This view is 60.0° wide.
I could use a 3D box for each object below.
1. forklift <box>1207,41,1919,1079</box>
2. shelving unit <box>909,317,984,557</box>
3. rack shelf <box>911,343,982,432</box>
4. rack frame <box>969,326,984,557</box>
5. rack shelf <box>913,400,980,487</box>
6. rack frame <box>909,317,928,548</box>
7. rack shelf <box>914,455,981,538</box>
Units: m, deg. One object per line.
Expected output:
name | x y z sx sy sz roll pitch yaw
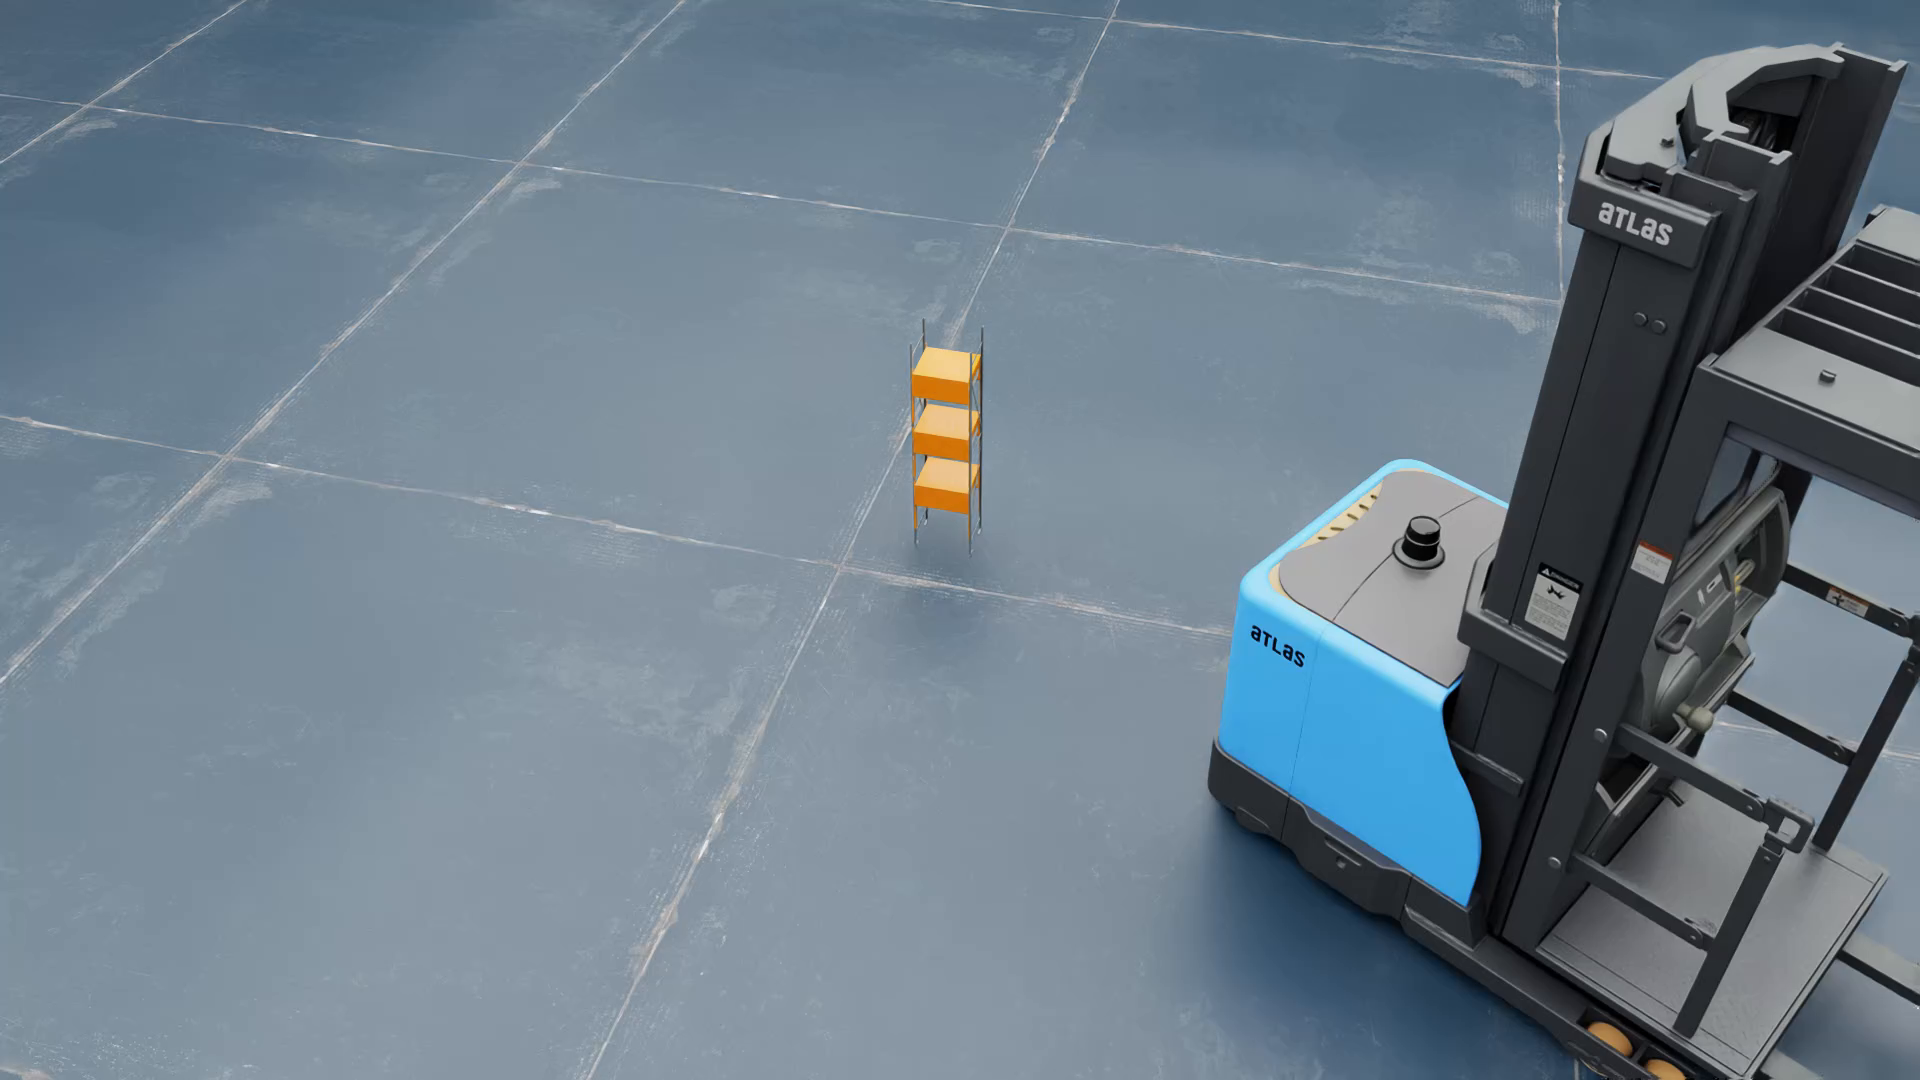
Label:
forklift | 2.310 0.268 4.652 3.031 2.935 1.130 32 50 32
shelving unit | -0.052 -0.411 6.923 0.252 1.050 0.215 10 41 11
rack shelf | -0.052 -0.620 6.747 0.240 0.259 0.215 10 41 11
rack frame | 0.066 -0.391 6.899 0.008 1.050 0.200 10 41 11
rack shelf | -0.052 -0.403 6.930 0.240 0.259 0.215 10 41 11
rack frame | -0.170 -0.431 6.947 0.008 1.050 0.200 10 41 11
rack shelf | -0.052 -0.190 7.109 0.240 0.259 0.215 10 41 11
